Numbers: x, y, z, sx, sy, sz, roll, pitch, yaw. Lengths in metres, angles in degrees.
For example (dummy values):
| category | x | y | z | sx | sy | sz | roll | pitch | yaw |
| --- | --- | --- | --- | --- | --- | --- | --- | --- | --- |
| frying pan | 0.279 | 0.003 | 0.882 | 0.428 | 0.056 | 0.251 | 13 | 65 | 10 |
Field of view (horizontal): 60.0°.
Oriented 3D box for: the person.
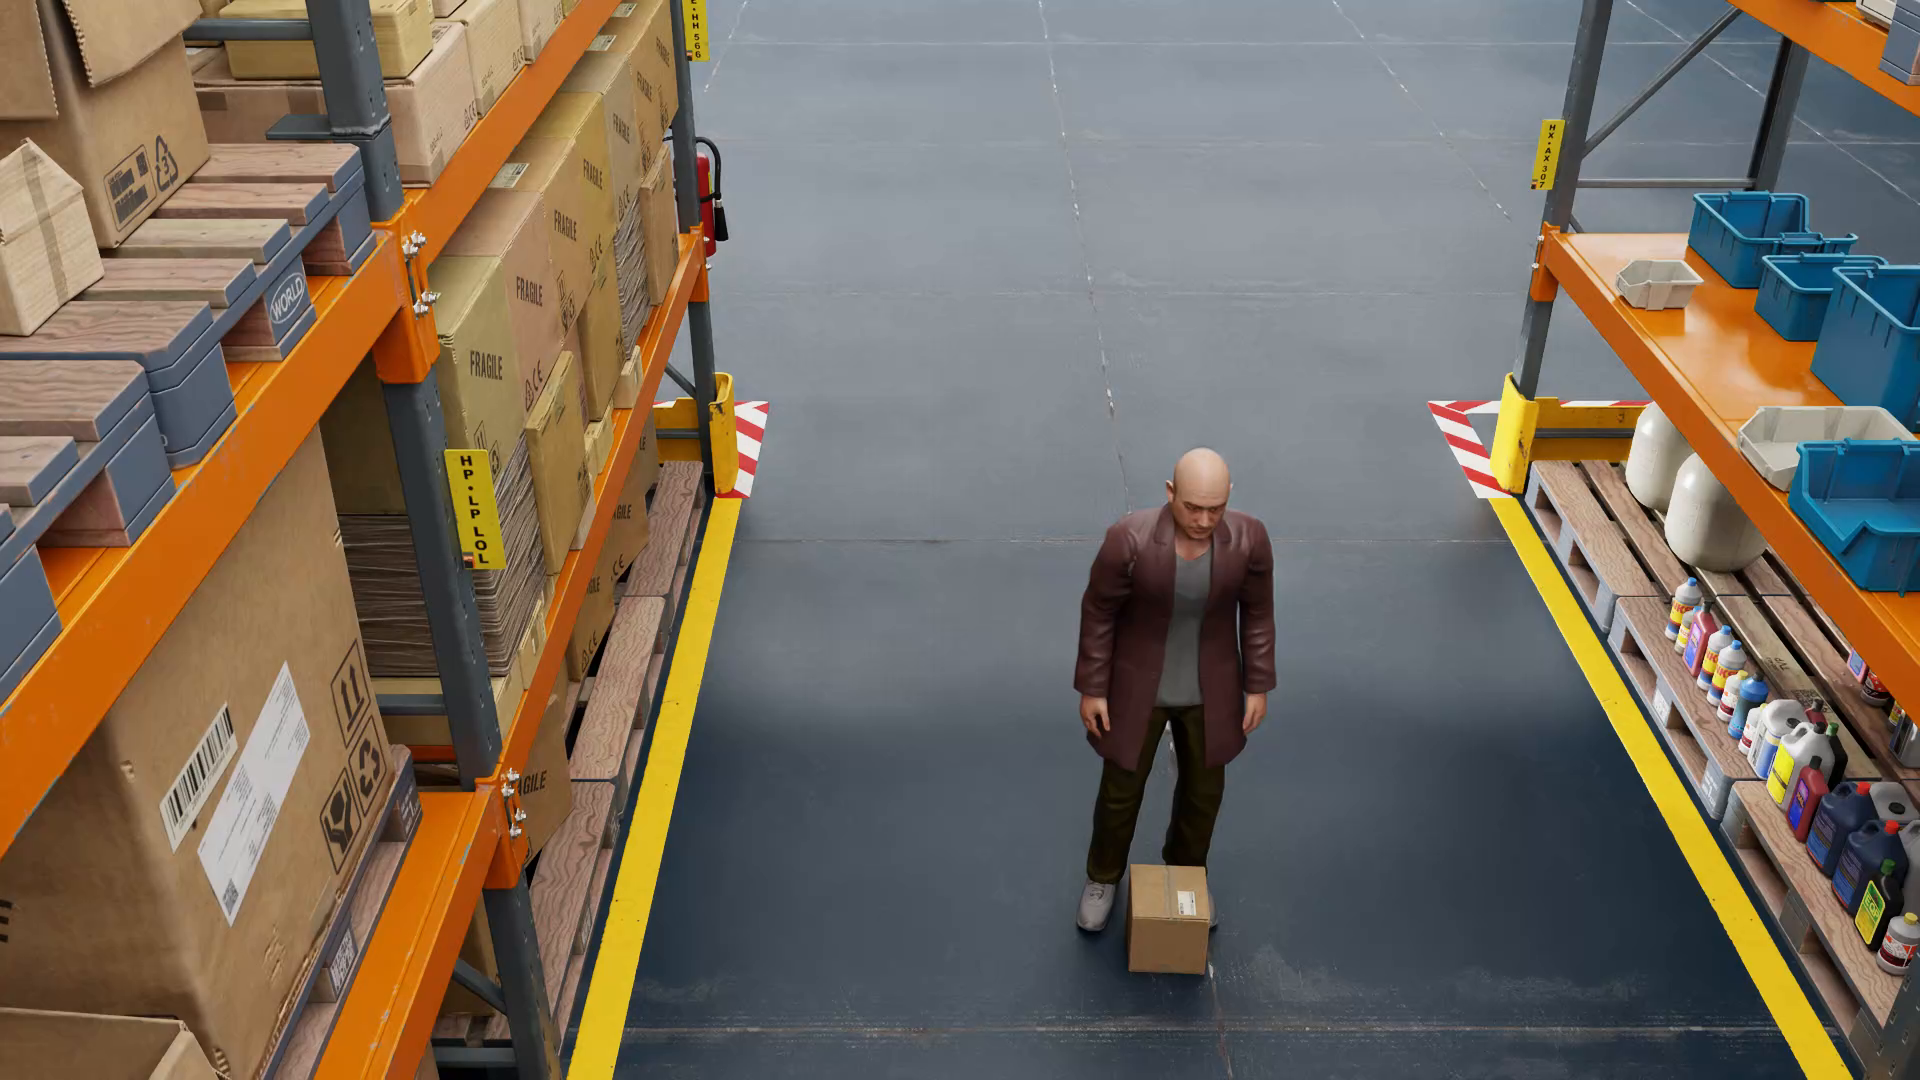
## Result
| category | x | y | z | sx | sy | sz | roll | pitch | yaw |
| --- | --- | --- | --- | --- | --- | --- | --- | --- | --- |
| person | 0.690 | 0.479 | 5.355 | 0.654 | 1.774 | 0.415 | -1 | 31 | -1 |
